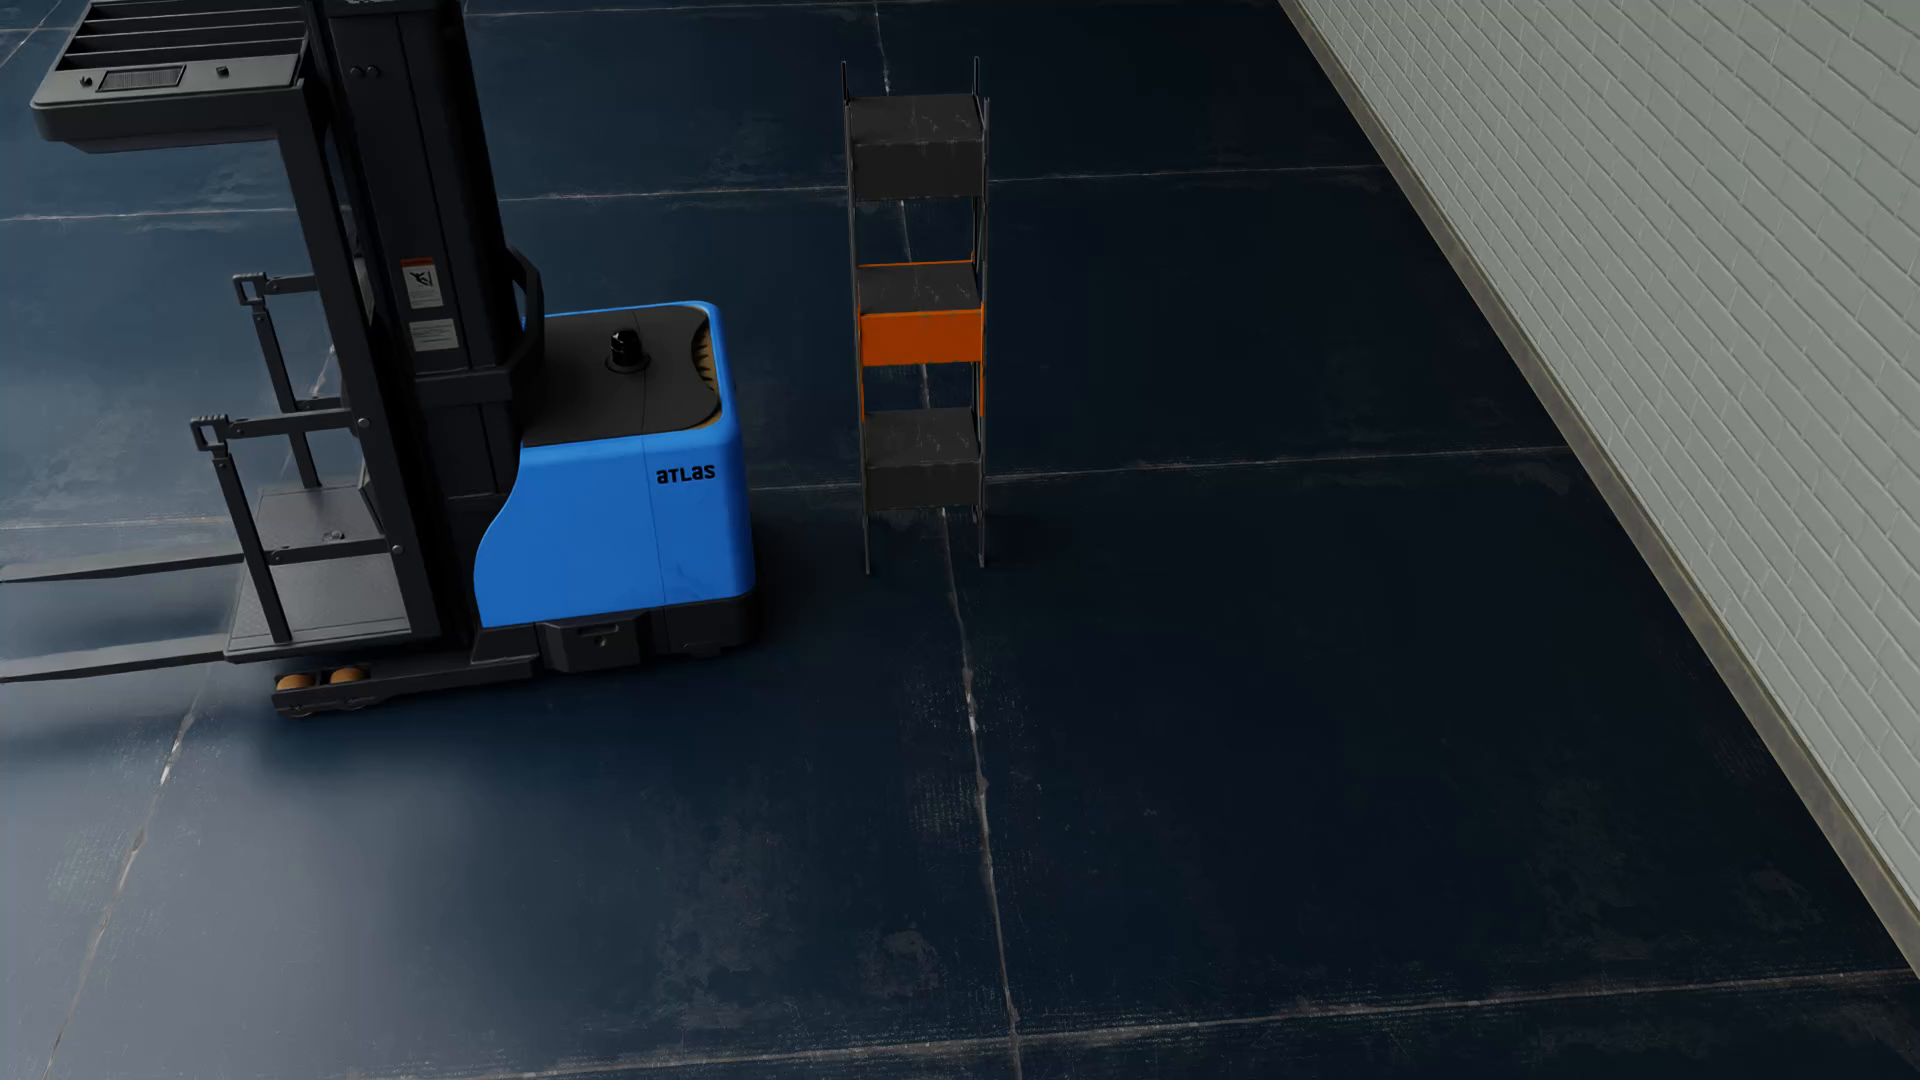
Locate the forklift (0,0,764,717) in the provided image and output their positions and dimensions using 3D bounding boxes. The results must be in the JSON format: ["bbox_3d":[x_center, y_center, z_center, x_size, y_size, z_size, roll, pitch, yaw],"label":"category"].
[{"bbox_3d":[-2.357,-0.828,5.933,3.031,2.935,1.130,-7,39,-9],"label":"forklift"}]

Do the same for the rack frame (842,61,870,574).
[{"bbox_3d":[-0.408,-0.802,6.571,0.015,2.100,0.400,-3,38,-4],"label":"rack frame"}]

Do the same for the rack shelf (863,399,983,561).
[{"bbox_3d":[-0.165,-0.255,7.030,0.480,0.518,0.431,-3,38,-4],"label":"rack shelf"}]

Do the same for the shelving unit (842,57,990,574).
[{"bbox_3d":[-0.165,-0.815,6.588,0.503,2.100,0.431,-3,38,-4],"label":"shelving unit"}]

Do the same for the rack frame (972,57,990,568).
[{"bbox_3d":[0.078,-0.829,6.605,0.015,2.100,0.400,-3,38,-4],"label":"rack frame"}]

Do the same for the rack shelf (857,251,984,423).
[{"bbox_3d":[-0.165,-0.805,6.597,0.480,0.518,0.431,-3,38,-4],"label":"rack shelf"}]

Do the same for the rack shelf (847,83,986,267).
[{"bbox_3d":[-0.165,-1.354,6.163,0.480,0.518,0.431,-3,38,-4],"label":"rack shelf"}]
